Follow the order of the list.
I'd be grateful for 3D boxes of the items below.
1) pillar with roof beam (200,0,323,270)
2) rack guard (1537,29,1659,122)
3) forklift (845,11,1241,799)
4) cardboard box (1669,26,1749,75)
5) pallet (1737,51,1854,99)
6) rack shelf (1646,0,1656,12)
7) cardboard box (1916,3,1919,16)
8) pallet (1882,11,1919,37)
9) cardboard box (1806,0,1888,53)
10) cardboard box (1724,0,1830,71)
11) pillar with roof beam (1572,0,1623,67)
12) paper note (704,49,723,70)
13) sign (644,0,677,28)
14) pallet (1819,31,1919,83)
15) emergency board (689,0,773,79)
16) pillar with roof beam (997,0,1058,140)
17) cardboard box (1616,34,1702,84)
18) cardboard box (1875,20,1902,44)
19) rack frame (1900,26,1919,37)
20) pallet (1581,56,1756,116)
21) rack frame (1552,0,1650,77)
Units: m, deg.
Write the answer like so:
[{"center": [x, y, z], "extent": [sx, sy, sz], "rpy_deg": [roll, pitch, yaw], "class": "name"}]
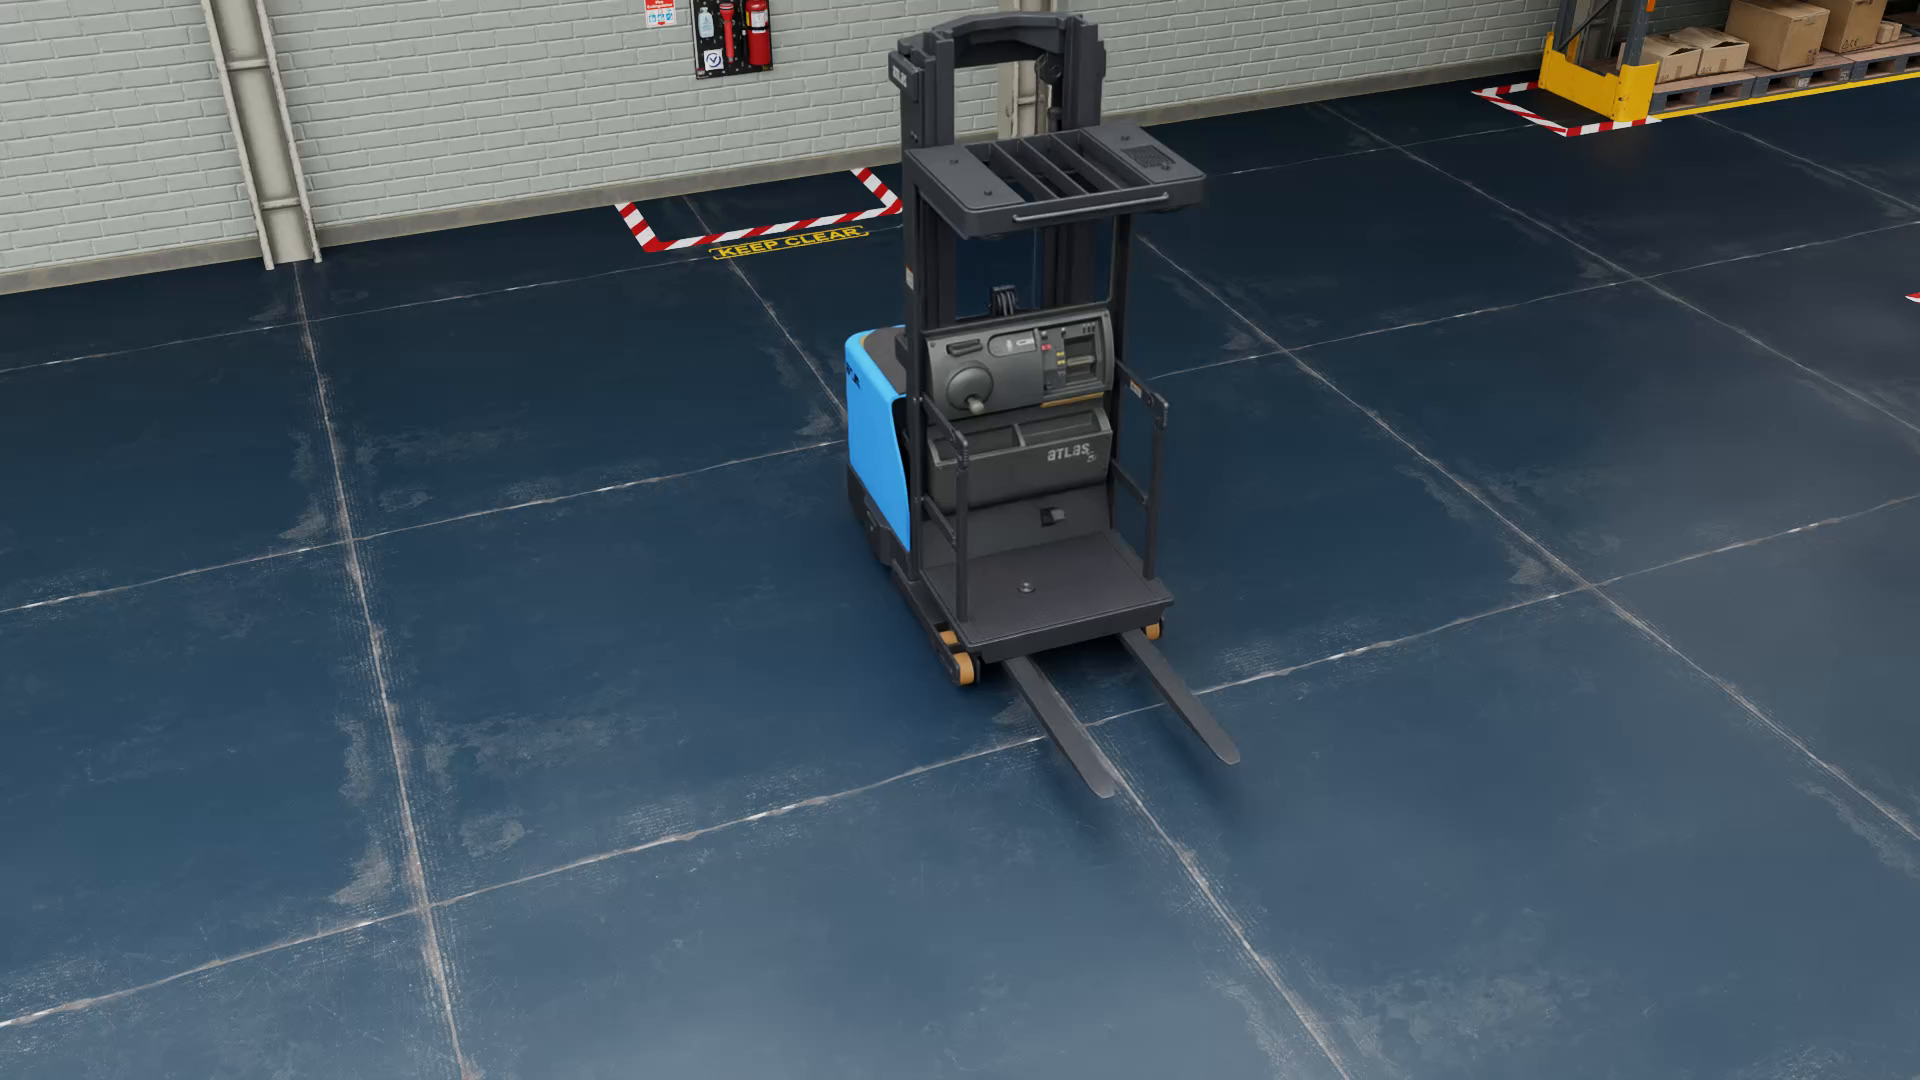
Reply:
[{"center": [-3.307, -3.710, 6.619], "extent": [0.400, 9.000, 9.100], "rpy_deg": [-13, 35, -19], "class": "pillar with roof beam"}, {"center": [5.850, -4.280, 15.287], "extent": [0.348, 0.500, 1.175], "rpy_deg": [-13, 35, -19], "class": "rack guard"}, {"center": [0.373, -0.778, 7.676], "extent": [1.130, 2.935, 3.031], "rpy_deg": [-12, 35, -18], "class": "forklift"}, {"center": [6.979, -4.590, 15.534], "extent": [0.500, 0.311, 0.500], "rpy_deg": [-10, 34, -15], "class": "cardboard box"}, {"center": [7.736, -4.568, 15.995], "extent": [1.213, 0.211, 1.003], "rpy_deg": [-13, 35, -19], "class": "pallet"}, {"center": [7.624, -5.432, 15.426], "extent": [4.000, 0.370, 1.077], "rpy_deg": [-13, 35, -19], "class": "rack shelf"}, {"center": [10.141, -5.456, 16.692], "extent": [0.500, 0.500, 0.700], "rpy_deg": [-12, 35, -17], "class": "cardboard box"}, {"center": [10.186, -5.152, 16.893], "extent": [1.213, 0.211, 1.003], "rpy_deg": [-13, 35, -19], "class": "pallet"}, {"center": [8.527, -5.053, 16.073], "extent": [0.500, 0.500, 0.500], "rpy_deg": [-16, 36, -22], "class": "cardboard box"}, {"center": [7.674, -4.799, 15.682], "extent": [0.500, 0.500, 0.700], "rpy_deg": [-15, 36, -22], "class": "cardboard box"}, {"center": [7.757, -6.244, 10.513], "extent": [0.400, 9.000, 9.100], "rpy_deg": [-13, 35, -19], "class": "pillar with roof beam"}, {"center": [-1.925, -3.753, 12.993], "extent": [0.142, 0.148, 0.016], "rpy_deg": [-13, 35, -19], "class": "paper note"}, {"center": [-2.284, -4.075, 12.648], "extent": [0.234, 0.329, 0.001], "rpy_deg": [-13, 35, -19], "class": "sign"}, {"center": [8.863, -4.828, 16.394], "extent": [1.213, 0.211, 1.003], "rpy_deg": [-13, 35, -19], "class": "pallet"}, {"center": [-1.735, -4.125, 12.757], "extent": [0.643, 1.169, 0.194], "rpy_deg": [-13, 35, -19], "class": "emergency board"}, {"center": [2.225, -4.977, 8.566], "extent": [0.400, 9.000, 9.100], "rpy_deg": [-13, 35, -19], "class": "pillar with roof beam"}, {"center": [6.453, -4.470, 15.349], "extent": [0.500, 0.311, 0.500], "rpy_deg": [-17, 37, -24], "class": "cardboard box"}, {"center": [8.987, -5.025, 16.335], "extent": [0.250, 0.166, 0.380], "rpy_deg": [-18, 37, -25], "class": "cardboard box"}, {"center": [9.468, -6.156, 15.879], "extent": [0.127, 3.000, 1.000], "rpy_deg": [-13, 35, -19], "class": "rack frame"}, {"center": [6.613, -4.312, 15.602], "extent": [1.213, 0.211, 1.003], "rpy_deg": [-13, 35, -19], "class": "pallet"}, {"center": [5.780, -5.311, 14.581], "extent": [0.127, 3.000, 1.000], "rpy_deg": [-13, 35, -19], "class": "rack frame"}]
